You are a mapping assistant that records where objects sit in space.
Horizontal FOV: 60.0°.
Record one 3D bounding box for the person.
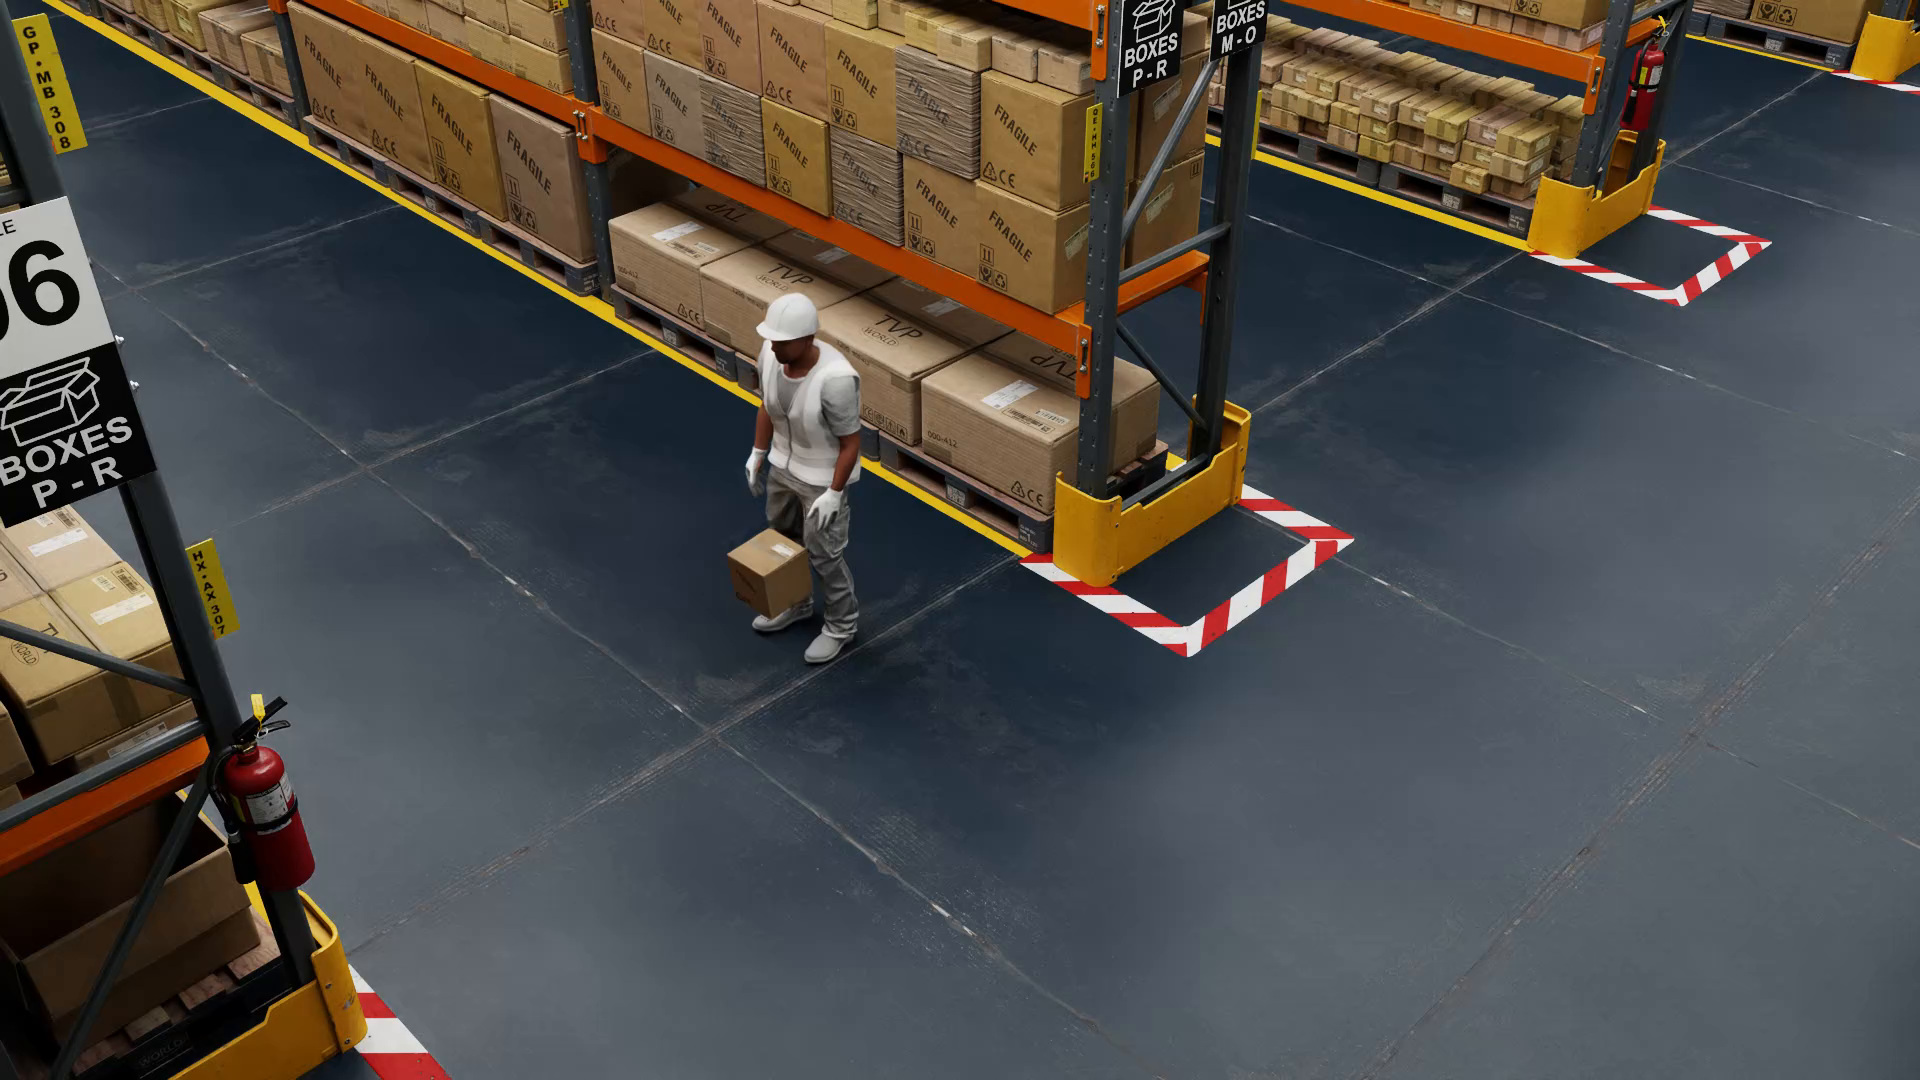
[{"bbox_3d":[-0.662,-0.285,7.258,0.578,1.780,0.417,28,44,34],"label":"person"}]
